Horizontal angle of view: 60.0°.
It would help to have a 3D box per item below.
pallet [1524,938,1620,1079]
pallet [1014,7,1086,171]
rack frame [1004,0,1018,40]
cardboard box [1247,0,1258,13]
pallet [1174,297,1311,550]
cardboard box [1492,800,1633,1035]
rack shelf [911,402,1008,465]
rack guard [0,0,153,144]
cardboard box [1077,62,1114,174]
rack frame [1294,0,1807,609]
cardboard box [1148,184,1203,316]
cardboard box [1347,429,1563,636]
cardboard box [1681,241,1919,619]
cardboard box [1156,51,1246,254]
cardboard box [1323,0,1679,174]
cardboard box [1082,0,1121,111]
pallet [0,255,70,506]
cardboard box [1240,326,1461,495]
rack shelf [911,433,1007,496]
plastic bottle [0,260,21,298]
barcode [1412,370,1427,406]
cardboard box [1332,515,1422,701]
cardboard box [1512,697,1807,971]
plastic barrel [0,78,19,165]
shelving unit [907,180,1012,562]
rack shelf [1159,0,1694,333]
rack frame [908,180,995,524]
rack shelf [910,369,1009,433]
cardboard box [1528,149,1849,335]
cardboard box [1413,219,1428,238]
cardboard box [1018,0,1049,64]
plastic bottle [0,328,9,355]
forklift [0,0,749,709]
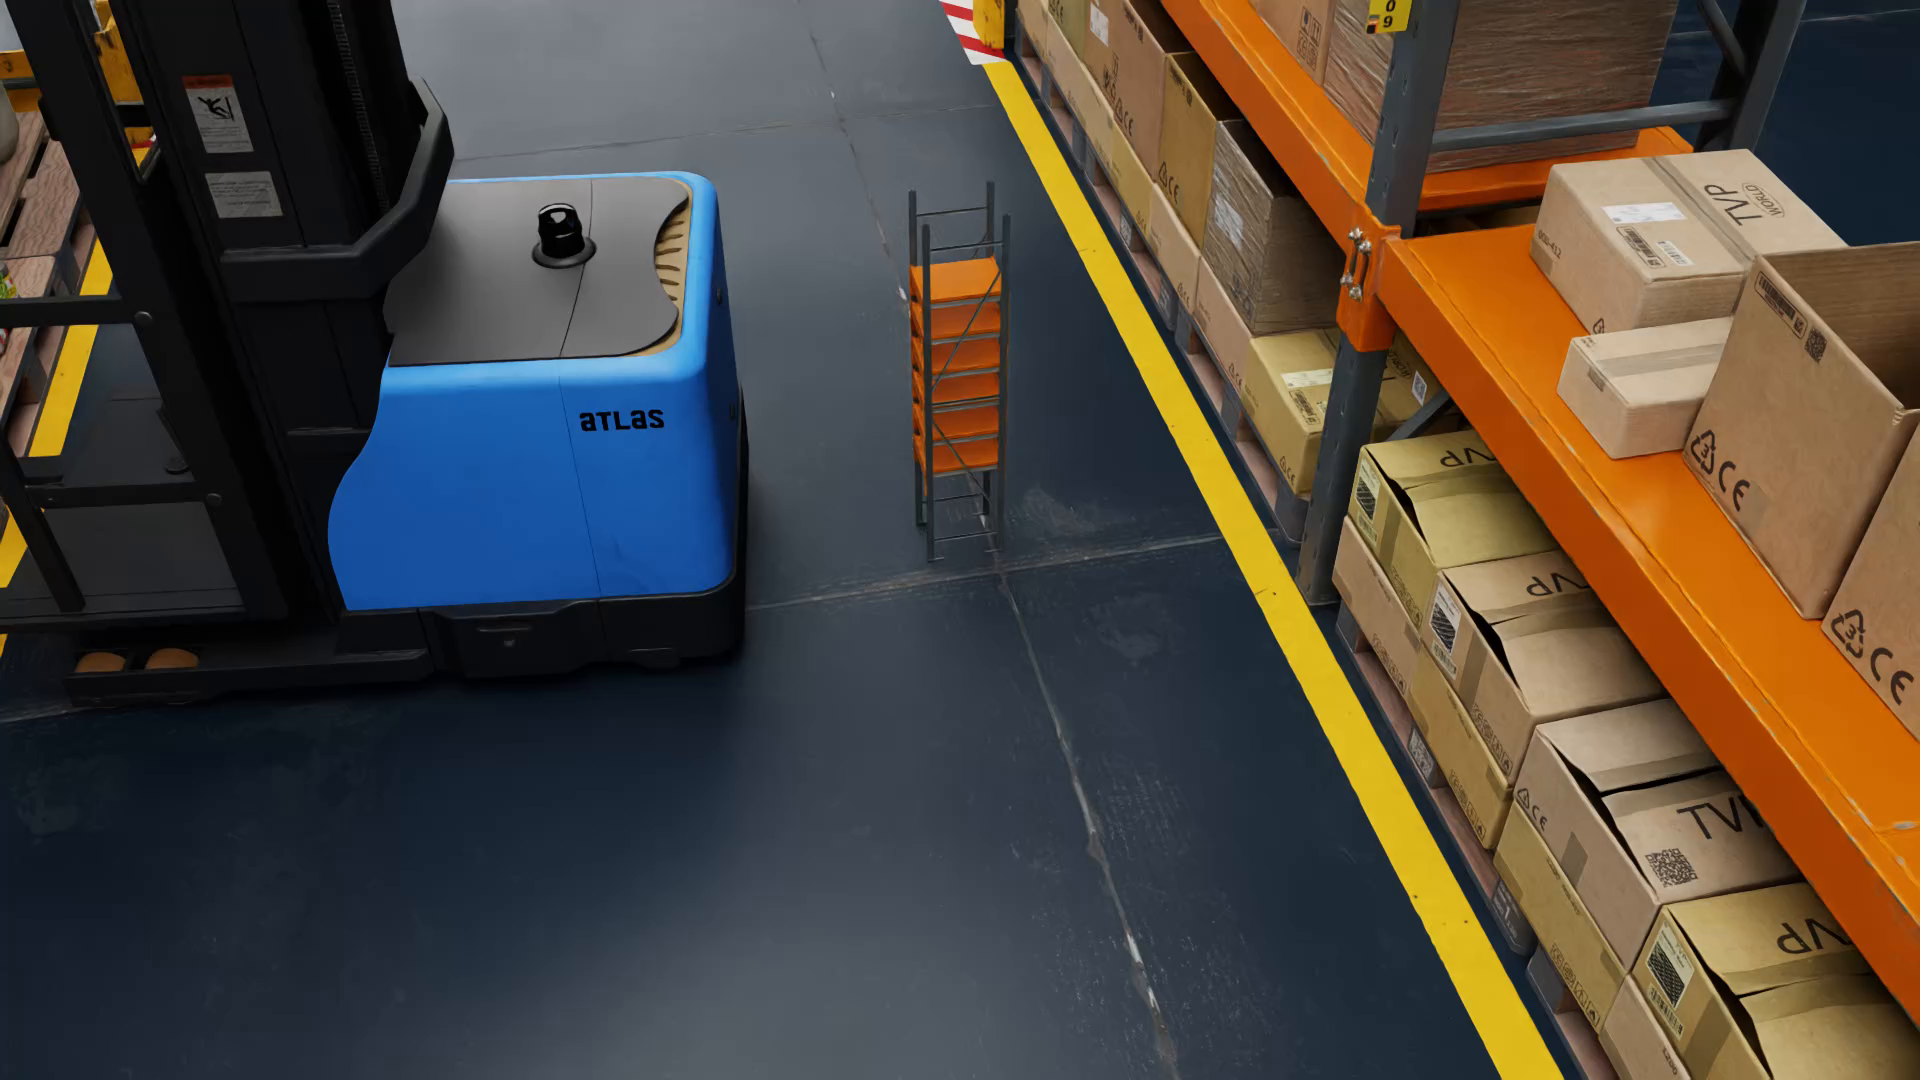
[{"bbox_3d":[1.991,1.282,3.646,1.003,0.211,1.213,-8,42,-9],"label":"pallet"},{"bbox_3d":[0.870,-2.085,7.440,1.003,0.211,1.213,-8,42,-9],"label":"pallet"},{"bbox_3d":[0.664,-3.618,7.066,1.000,3.000,0.127,-8,42,-9],"label":"rack frame"},{"bbox_3d":[1.200,-2.016,5.186,0.700,0.500,0.500,-8,42,-9],"label":"cardboard box"},{"bbox_3d":[1.396,-0.504,5.658,1.003,0.211,1.213,-8,42,-9],"label":"pallet"},{"bbox_3d":[1.596,0.810,3.833,0.500,0.250,0.500,-10,42,-11],"label":"cardboard box"},{"bbox_3d":[-0.003,-0.335,4.971,0.258,0.103,0.180,-8,42,-9],"label":"rack shelf"},{"bbox_3d":[-4.111,-1.933,7.051,1.175,0.500,0.348,-8,42,-9],"label":"rack guard"},{"bbox_3d":[0.781,-1.719,6.682,0.500,0.250,0.500,-8,42,-9],"label":"cardboard box"},{"bbox_3d":[1.527,-1.025,4.145,1.000,3.000,0.127,-8,42,-9],"label":"rack frame"},{"bbox_3d":[0.993,-1.070,5.951,0.500,0.250,0.500,-8,42,-9],"label":"cardboard box"},{"bbox_3d":[1.373,-0.060,4.390,0.500,0.311,0.500,-8,42,-9],"label":"cardboard box"},{"bbox_3d":[1.791,-0.221,3.164,0.500,0.500,0.500,-6,42,-6],"label":"cardboard box"},{"bbox_3d":[1.005,-1.353,5.704,0.500,0.500,0.500,-8,42,-9],"label":"cardboard box"},{"bbox_3d":[1.425,-1.349,4.435,0.700,0.500,0.500,-9,42,-10],"label":"cardboard box"},{"bbox_3d":[0.792,-2.001,6.435,0.500,0.500,0.500,-8,42,-9],"label":"cardboard box"},{"bbox_3d":[-3.681,-0.508,5.664,1.003,0.211,1.213,-8,42,-9],"label":"pallet"},{"bbox_3d":[1.214,-0.423,5.222,0.500,0.250,0.500,-8,42,-9],"label":"cardboard box"},{"bbox_3d":[-0.003,-0.245,5.051,0.258,0.103,0.180,-8,42,-9],"label":"rack shelf"},{"bbox_3d":[-3.349,-0.901,5.782,0.097,0.201,0.097,0,42,0],"label":"plastic bottle"},{"bbox_3d":[1.176,-0.389,4.257,0.001,0.075,0.075,-8,42,-9],"label":"barcode"},{"bbox_3d":[1.372,0.143,4.584,0.500,0.250,0.500,-9,42,-10],"label":"cardboard box"},{"bbox_3d":[1.589,0.601,3.646,0.500,0.311,0.500,-10,43,-11],"label":"cardboard box"},{"bbox_3d":[-3.957,-1.721,6.487,0.421,0.512,0.421,0,42,0],"label":"plastic barrel"},{"bbox_3d":[-0.003,-0.458,4.862,0.258,1.200,0.189,-8,42,-9],"label":"shelving unit"},{"bbox_3d":[1.095,-2.052,5.844,1.077,0.370,4.000,-8,42,-9],"label":"rack shelf"},{"bbox_3d":[-0.023,-0.517,4.929,0.240,1.200,0.006,-8,42,-9],"label":"rack frame"},{"bbox_3d":[-0.003,-0.425,4.892,0.258,0.103,0.180,-8,42,-9],"label":"rack shelf"},{"bbox_3d":[1.676,-0.656,3.842,0.500,0.250,0.500,-6,42,-7],"label":"cardboard box"},{"bbox_3d":[1.617,-1.103,5.423,0.500,0.500,0.500,-8,42,-9],"label":"cardboard box"},{"bbox_3d":[0.562,-2.367,7.412,0.500,0.250,0.500,-8,42,-9],"label":"cardboard box"},{"bbox_3d":[-3.322,-0.761,5.569,0.152,0.276,0.135,-8,42,-9],"label":"plastic bottle"},{"bbox_3d":[-2.173,-0.984,4.151,3.031,2.935,1.130,-3,42,-3],"label":"forklift"}]
